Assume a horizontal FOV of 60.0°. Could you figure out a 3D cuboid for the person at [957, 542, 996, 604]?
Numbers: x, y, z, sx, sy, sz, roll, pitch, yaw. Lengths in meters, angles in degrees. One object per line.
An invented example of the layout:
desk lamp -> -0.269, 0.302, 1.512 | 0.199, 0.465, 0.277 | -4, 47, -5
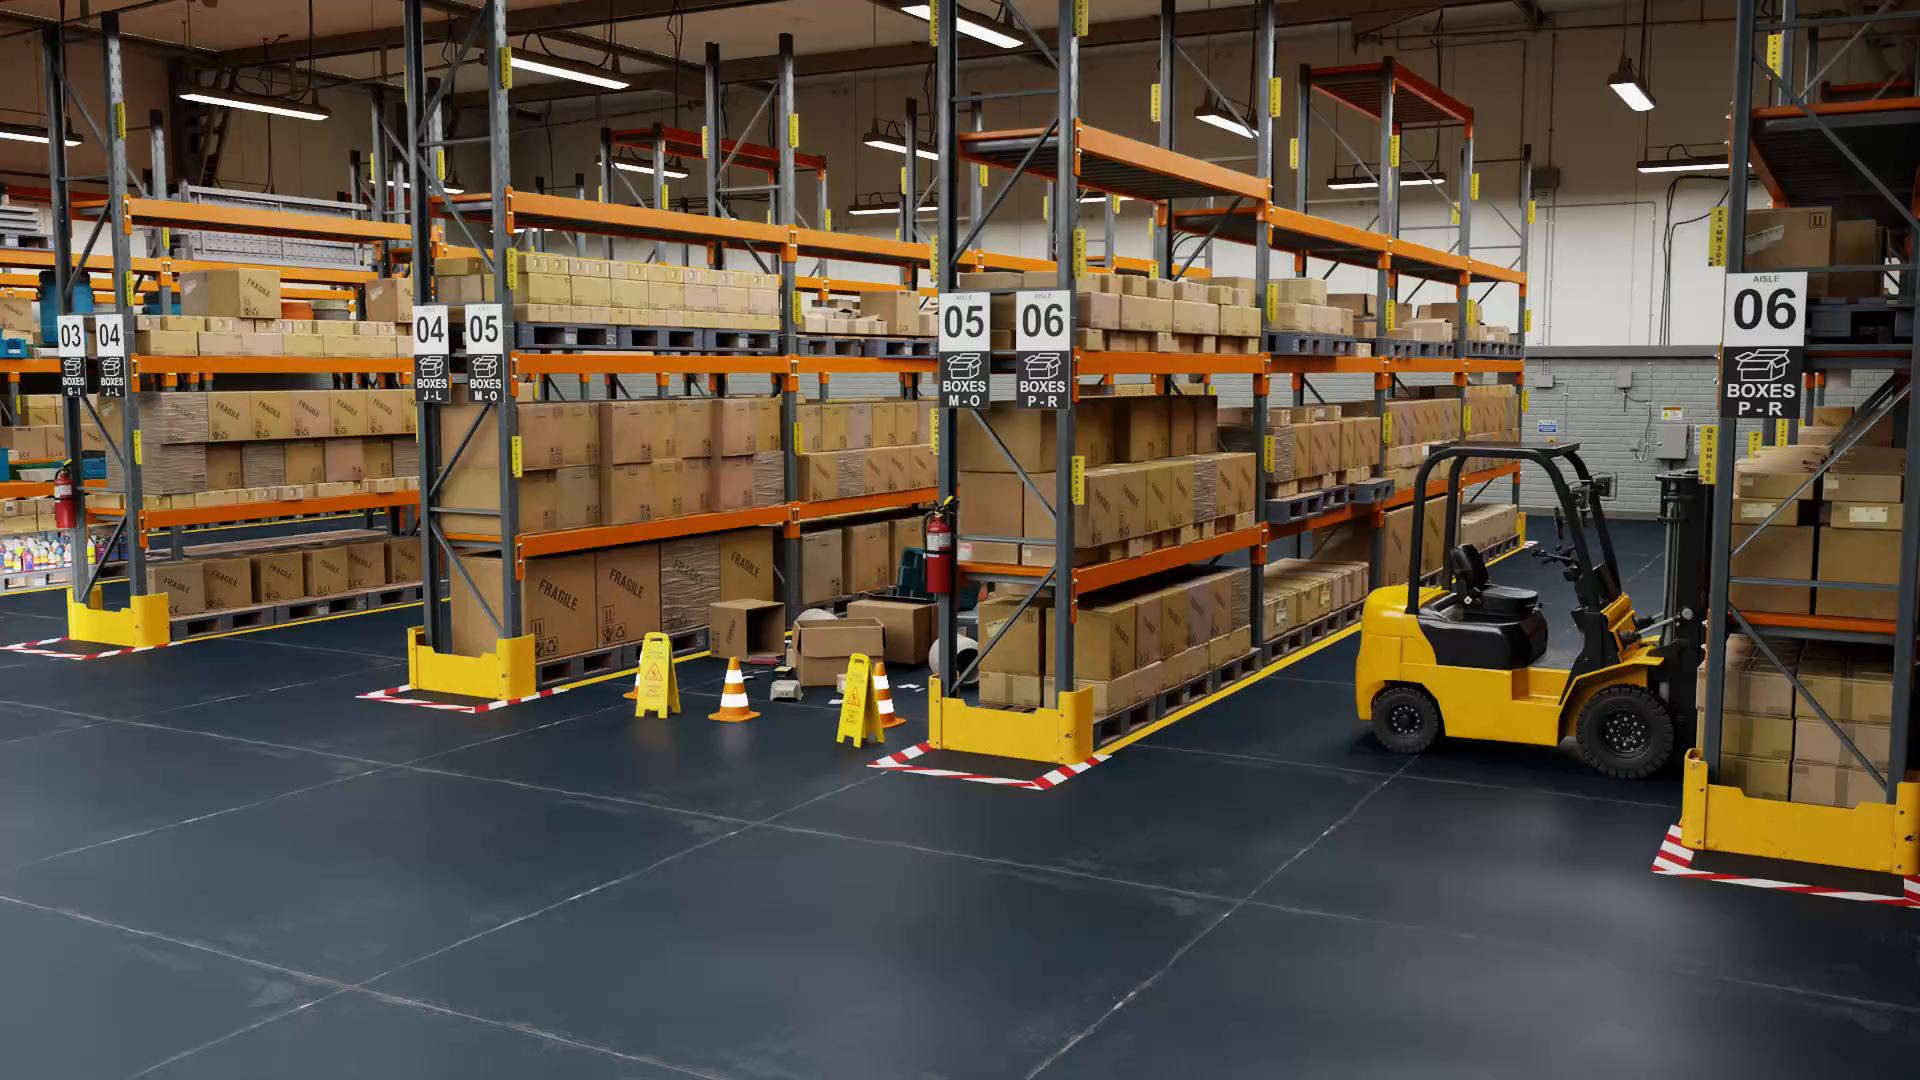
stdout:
person -> 0.215, 0.440, 18.146 | 0.962, 0.826, 0.515 | 3, 7, 27
